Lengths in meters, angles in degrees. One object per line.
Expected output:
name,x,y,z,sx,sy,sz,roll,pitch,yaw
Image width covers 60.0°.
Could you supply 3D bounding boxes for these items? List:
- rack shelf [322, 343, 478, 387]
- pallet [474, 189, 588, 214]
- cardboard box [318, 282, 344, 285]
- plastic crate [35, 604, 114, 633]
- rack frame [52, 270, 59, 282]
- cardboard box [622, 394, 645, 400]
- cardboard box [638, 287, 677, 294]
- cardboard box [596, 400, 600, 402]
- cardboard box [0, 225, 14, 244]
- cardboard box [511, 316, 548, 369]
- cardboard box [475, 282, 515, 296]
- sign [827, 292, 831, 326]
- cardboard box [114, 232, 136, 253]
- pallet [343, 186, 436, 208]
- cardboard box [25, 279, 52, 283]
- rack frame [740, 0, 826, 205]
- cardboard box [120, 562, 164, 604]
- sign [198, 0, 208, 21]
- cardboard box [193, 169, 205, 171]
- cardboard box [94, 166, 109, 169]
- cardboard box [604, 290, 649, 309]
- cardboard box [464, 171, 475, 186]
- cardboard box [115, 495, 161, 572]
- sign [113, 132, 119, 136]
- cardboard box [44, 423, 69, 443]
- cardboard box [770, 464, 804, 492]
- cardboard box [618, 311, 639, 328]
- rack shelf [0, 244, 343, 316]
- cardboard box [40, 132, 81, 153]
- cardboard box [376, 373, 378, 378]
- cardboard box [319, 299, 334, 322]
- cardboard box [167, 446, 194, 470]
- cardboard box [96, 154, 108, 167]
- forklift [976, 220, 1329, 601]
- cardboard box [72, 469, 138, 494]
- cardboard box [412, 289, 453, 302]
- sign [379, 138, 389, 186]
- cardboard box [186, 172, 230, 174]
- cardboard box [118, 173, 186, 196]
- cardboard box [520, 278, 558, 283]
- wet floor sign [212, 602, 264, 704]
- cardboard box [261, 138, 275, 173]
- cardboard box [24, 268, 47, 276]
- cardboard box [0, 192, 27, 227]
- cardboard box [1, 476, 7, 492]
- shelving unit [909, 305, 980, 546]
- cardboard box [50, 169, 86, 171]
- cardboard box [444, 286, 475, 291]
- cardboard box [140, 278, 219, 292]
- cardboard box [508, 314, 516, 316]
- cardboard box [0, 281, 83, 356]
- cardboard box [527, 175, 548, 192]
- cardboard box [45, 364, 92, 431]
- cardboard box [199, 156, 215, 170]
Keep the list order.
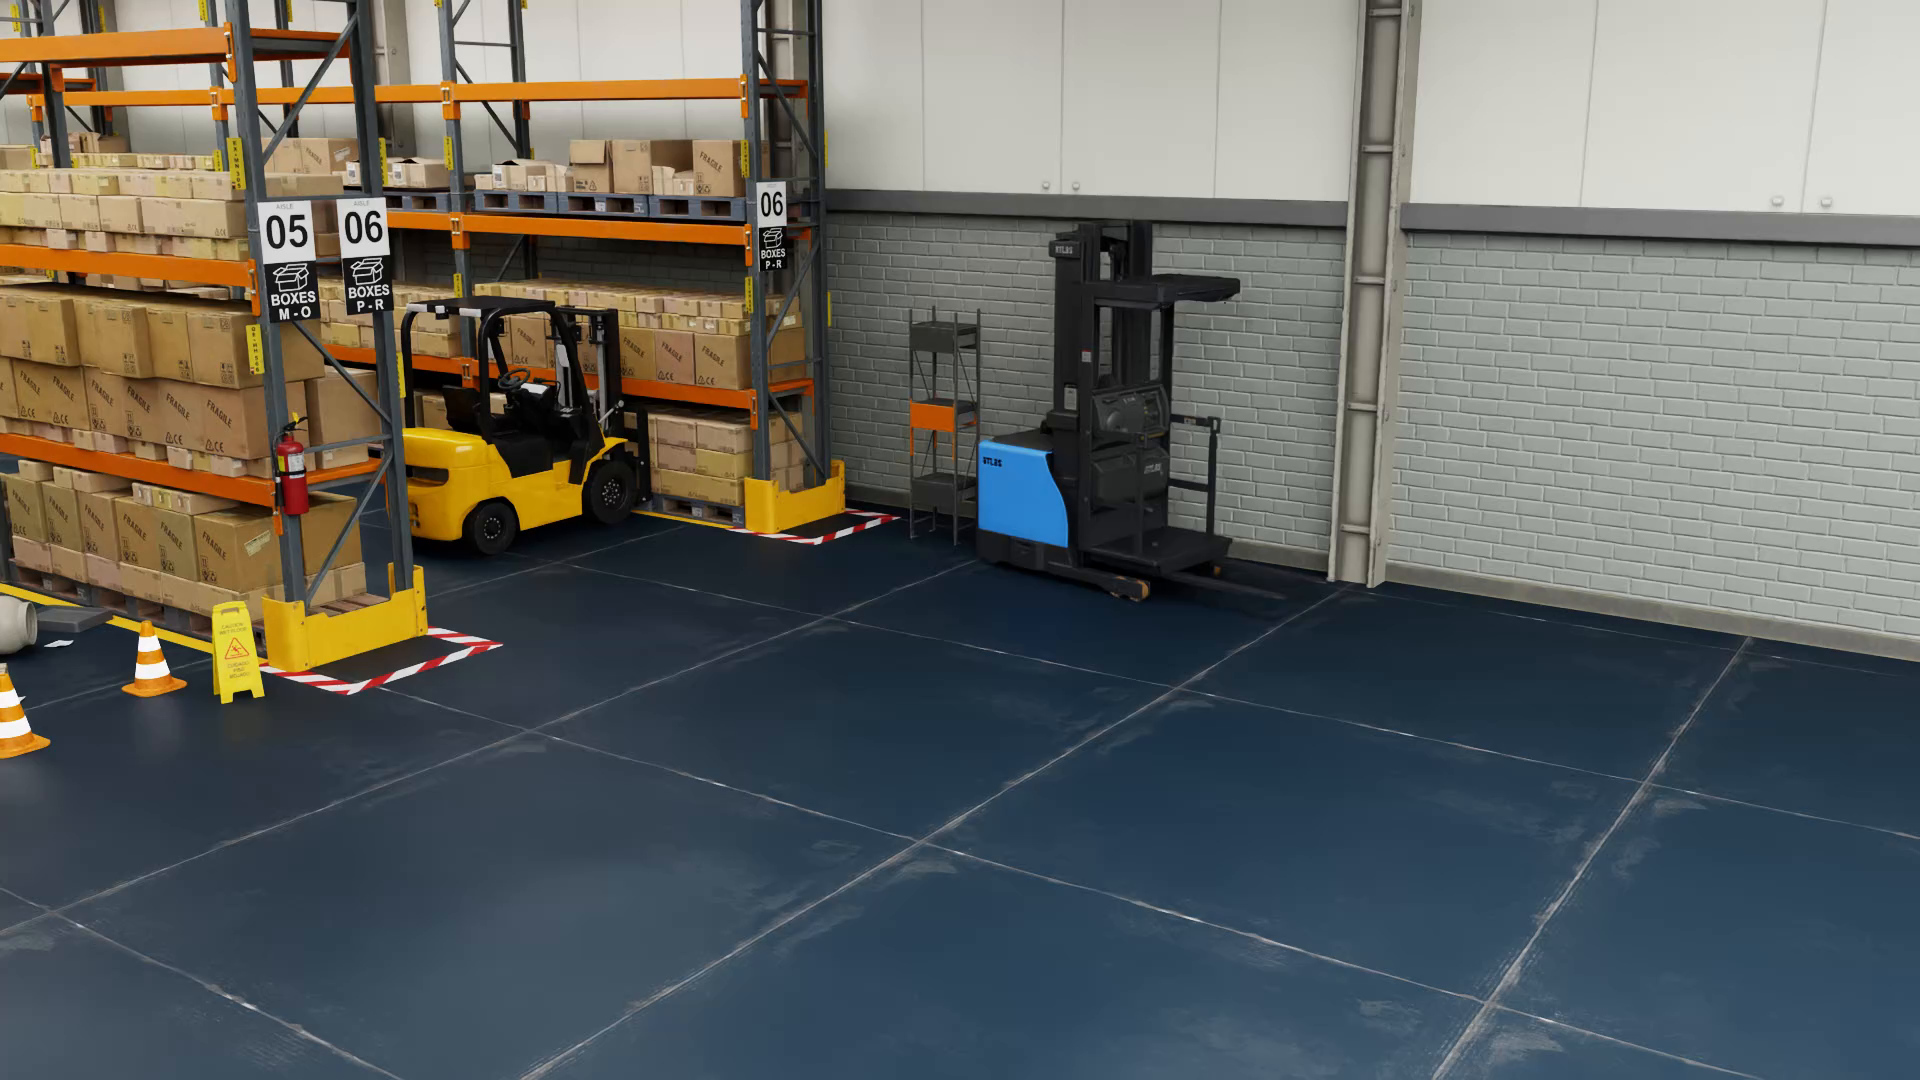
rack shelf,-6.572,-2.106,19.011,4.000,0.370,1.077,9,17,33
pallet,-4.190,-3.490,17.050,1.213,0.211,1.003,9,17,33
cardboard box,-7.232,-2.860,19.002,0.250,0.149,0.380,9,17,33
plastic crate,-6.834,0.595,12.680,0.583,0.080,0.402,3,14,14
rack frame,-11.551,-3.259,22.175,0.127,3.000,1.000,9,17,33
cardboard box,-3.555,-1.378,17.342,0.500,0.250,0.500,9,17,33
cardboard box,-3.020,-2.459,16.763,0.250,0.149,0.380,9,17,33
cardboard box,-3.848,-1.279,16.940,0.500,0.250,0.500,10,17,35
cardboard box,-7.373,-2.393,12.955,0.250,0.149,0.380,9,17,33
cardboard box,-4.248,-2.057,17.109,0.500,0.500,0.500,10,17,34
cardboard box,-4.813,-2.592,17.303,0.250,0.149,0.380,10,17,34
sign,-1.279,-2.219,16.004,0.005,0.325,0.100,9,17,33
cardboard box,-5.860,-2.163,12.028,0.250,0.149,0.380,9,16,31
pallet,-6.689,-3.865,18.771,1.213,0.211,1.003,10,17,35
cardboard box,-12.109,-3.351,22.236,0.500,0.250,0.500,10,17,34
rack frame,-1.593,-4.562,14.953,0.127,3.000,1.000,9,17,33
cardboard box,-6.044,0.276,12.741,0.500,0.250,0.500,8,16,31
sign,-8.526,-6.017,18.723,0.005,0.325,0.100,9,17,33
cardboard box,-8.864,-4.338,19.772,0.250,0.149,0.380,9,16,32
cardboard box,-10.470,-4.554,20.604,0.250,0.149,0.380,10,17,34
cardboard box,-3.284,-2.369,16.399,0.250,0.149,0.380,9,17,34
cardboard box,-5.507,-3.926,18.066,0.250,0.149,0.380,9,17,33
cardboard box,-6.021,-0.087,12.647,0.500,0.500,0.500,9,16,32
sign,-11.244,-5.269,22.154,0.005,0.325,0.100,9,17,33
cardboard box,-6.935,-0.875,13.065,0.250,0.149,0.380,10,17,35
cardboard box,-1.892,-0.624,16.377,0.500,0.250,0.500,9,17,33
cardboard box,-3.115,-2.171,16.221,0.250,0.149,0.380,9,17,33
rack shelf,-6.020,-2.035,12.483,4.000,0.370,1.077,9,17,33
cardboard box,-11.495,-5.081,21.252,0.258,0.266,0.396,9,17,32
cardboard box,-7.175,-1.602,19.546,0.625,0.625,0.875,10,17,35
cardboard box,-7.161,-2.644,18.958,0.500,0.250,0.500,9,16,31
cardboard box,-5.494,-0.625,12.053,0.250,0.149,0.380,10,17,34
cardboard box,-10.440,-4.704,20.588,0.250,0.149,0.380,9,17,33
forklift,1.560,-1.073,13.485,3.031,2.935,1.130,13,19,42
cardboard box,-6.618,-0.479,12.879,0.250,0.149,0.380,10,17,36
cardboard box,-5.718,-2.626,18.057,0.250,0.149,0.380,9,17,33
sign,-4.058,-2.648,11.645,0.005,0.325,0.100,9,17,33
cardboard box,-5.529,-2.660,12.374,0.250,0.149,0.380,10,17,34
cardboard box,-5.804,-2.559,11.967,0.250,0.149,0.380,9,16,31
cardboard box,-4.479,-2.712,17.785,0.250,0.149,0.380,9,17,33
wet floor sign,-4.800,0.722,10.992,0.267,0.644,0.232,-10,17,-35
cardboard box,-7.766,-4.334,18.984,0.500,0.500,0.500,9,17,33
cardboard box,-12.638,-3.948,23.088,0.500,0.500,0.500,9,16,31
cardboard box,-7.034,-2.543,12.732,0.500,0.250,0.500,9,17,32
cardboard box,-8.715,-0.290,14.775,0.625,0.372,0.950,10,17,36
shelving unit,-0.137,-1.041,15.087,0.503,2.100,0.431,9,17,33
cardboard box,-7.036,-2.899,13.340,0.250,0.149,0.380,9,16,31
cardboard box,-5.484,-2.720,18.438,0.250,0.149,0.380,9,17,33
cardboard box,-9.689,-3.159,20.680,0.637,0.503,0.797,9,16,32
cardboard box,-4.579,-2.420,17.227,0.250,0.149,0.380,10,17,34
cardboard box,-7.435,-1.772,13.260,0.500,0.500,0.700,9,17,32
cardboard box,-4.072,-3.549,16.544,0.250,0.149,0.380,10,17,34
cardboard box,-6.631,-1.142,12.794,0.500,0.500,0.500,9,17,32
cardboard box,-8.682,-4.431,19.530,0.250,0.149,0.380,10,17,35
